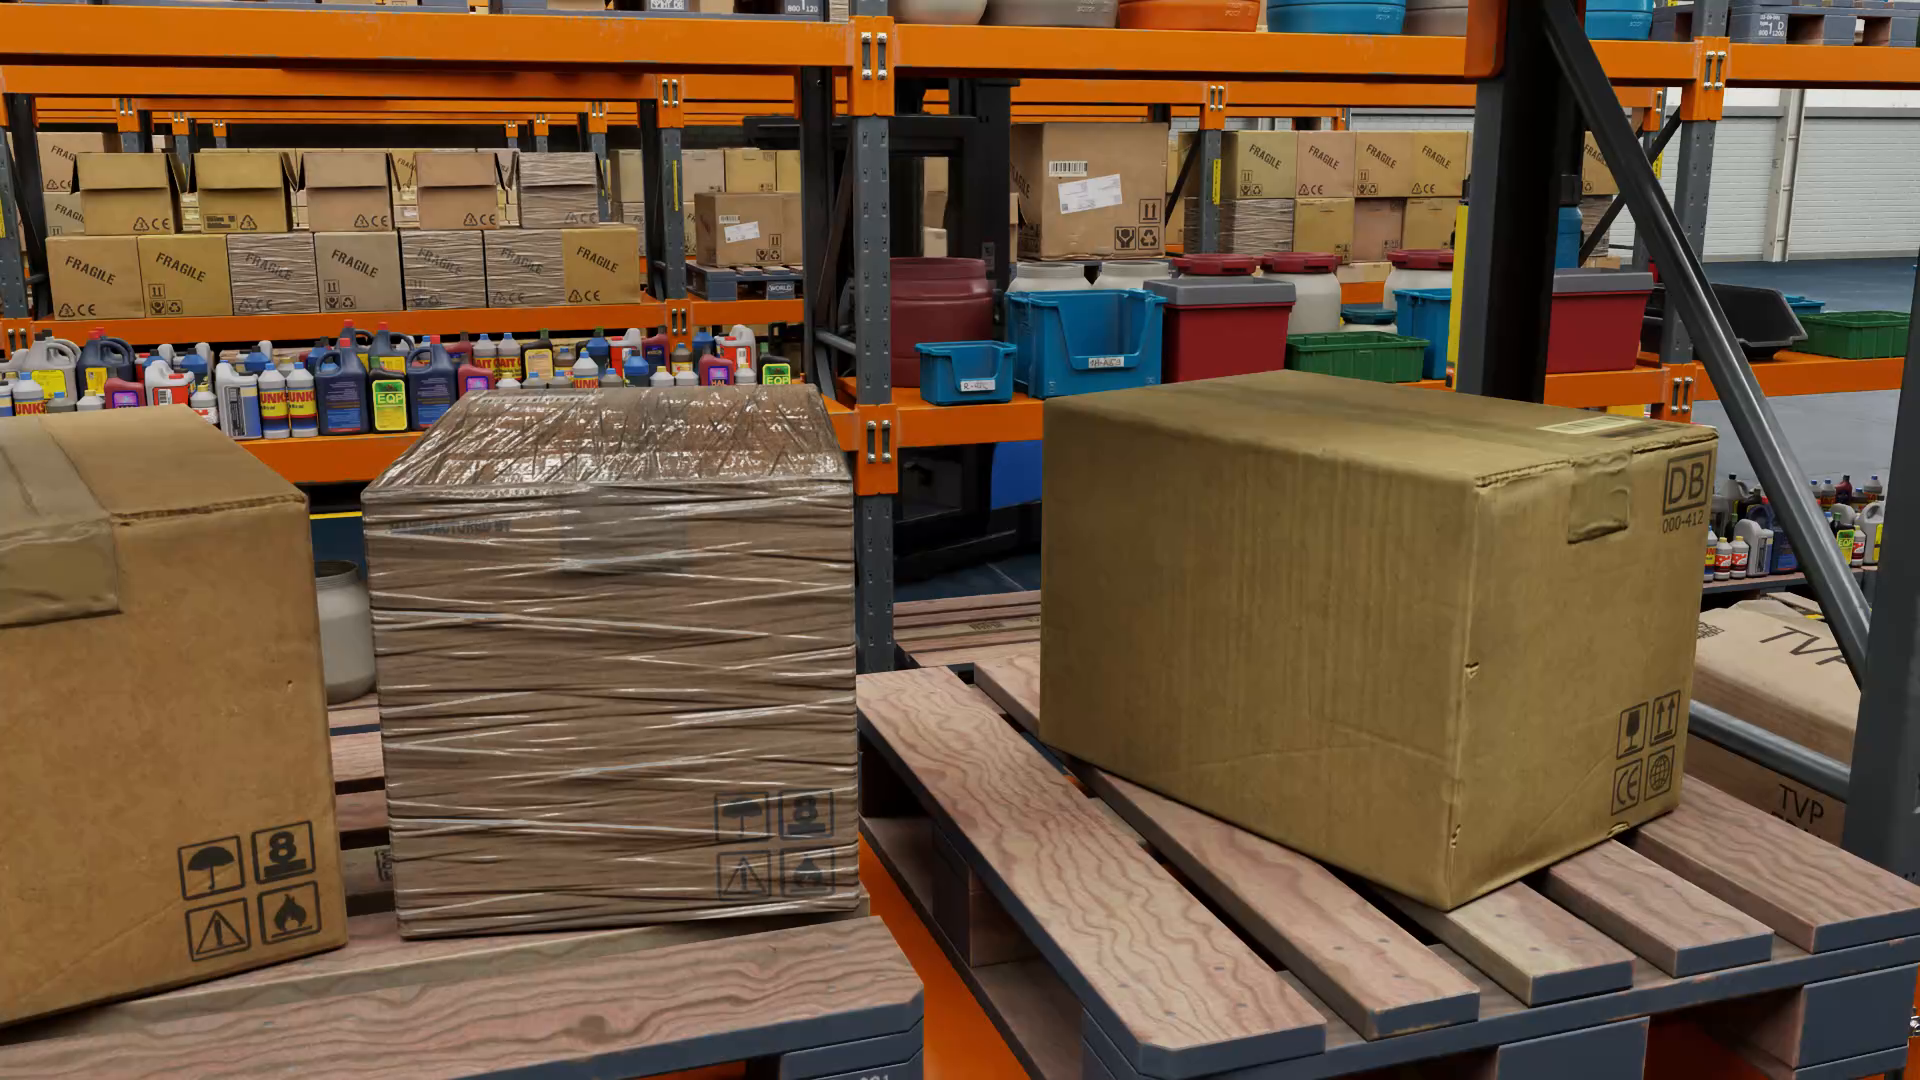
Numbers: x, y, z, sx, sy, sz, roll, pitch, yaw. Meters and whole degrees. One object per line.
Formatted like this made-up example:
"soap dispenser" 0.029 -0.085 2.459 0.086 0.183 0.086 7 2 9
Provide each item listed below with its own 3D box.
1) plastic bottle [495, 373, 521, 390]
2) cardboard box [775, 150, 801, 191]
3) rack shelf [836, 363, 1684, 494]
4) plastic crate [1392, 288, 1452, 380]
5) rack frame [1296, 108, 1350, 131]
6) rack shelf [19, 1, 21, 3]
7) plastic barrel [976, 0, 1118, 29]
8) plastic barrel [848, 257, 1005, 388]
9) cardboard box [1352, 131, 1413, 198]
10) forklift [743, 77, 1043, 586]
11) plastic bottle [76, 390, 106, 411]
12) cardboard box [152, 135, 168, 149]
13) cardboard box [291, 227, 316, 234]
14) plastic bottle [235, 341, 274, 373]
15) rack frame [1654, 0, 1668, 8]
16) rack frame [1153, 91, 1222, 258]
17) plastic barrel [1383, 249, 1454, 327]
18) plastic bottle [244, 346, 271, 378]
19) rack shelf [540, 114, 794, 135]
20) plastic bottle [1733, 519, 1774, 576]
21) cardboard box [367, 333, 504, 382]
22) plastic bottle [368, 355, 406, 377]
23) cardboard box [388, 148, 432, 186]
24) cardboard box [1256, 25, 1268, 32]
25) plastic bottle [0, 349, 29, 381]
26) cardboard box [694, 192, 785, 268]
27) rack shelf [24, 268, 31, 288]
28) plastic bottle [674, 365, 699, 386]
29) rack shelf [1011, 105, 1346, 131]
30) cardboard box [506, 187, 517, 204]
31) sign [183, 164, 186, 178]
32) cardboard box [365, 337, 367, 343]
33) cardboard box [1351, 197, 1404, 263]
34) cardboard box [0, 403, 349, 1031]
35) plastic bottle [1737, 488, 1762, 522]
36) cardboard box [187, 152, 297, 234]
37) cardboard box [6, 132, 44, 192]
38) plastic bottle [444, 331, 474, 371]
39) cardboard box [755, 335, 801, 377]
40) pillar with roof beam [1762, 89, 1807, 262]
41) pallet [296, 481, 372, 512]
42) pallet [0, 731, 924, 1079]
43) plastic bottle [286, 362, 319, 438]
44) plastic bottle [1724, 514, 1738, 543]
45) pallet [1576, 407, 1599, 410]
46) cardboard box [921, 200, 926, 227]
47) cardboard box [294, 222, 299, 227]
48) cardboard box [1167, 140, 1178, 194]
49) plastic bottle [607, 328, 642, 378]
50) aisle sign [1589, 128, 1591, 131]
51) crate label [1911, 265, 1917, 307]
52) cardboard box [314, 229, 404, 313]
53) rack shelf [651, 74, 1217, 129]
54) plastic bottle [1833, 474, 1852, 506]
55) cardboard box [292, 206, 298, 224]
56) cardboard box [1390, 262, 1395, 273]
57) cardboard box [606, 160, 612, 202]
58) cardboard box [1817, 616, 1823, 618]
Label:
"plastic bottle" -1.721 -0.536 6.343 0.097 0.201 0.097 0 13 0
"cardboard box" -1.682 -3.689 16.793 0.500 0.500 0.700 -5 14 -19
"rack shelf" 1.402 -0.625 7.844 4.000 0.370 1.077 -4 14 -18
"plastic crate" 2.351 -0.966 7.754 0.575 0.384 0.392 -4 14 -18
"rack frame" 4.023 -3.600 18.794 0.127 3.000 1.000 -4 14 -18
"rack shelf" -12.507 -7.300 22.948 4.000 0.370 1.077 -4 14 -18
"plastic barrel" 0.354 -2.544 6.790 0.600 0.901 0.600 0 13 0
"plastic barrel" -0.151 -0.995 7.548 0.708 0.536 0.600 -4 14 -18
"cardboard box" 3.173 -2.940 13.003 0.500 0.500 0.500 -4 14 -18
"forklift" -0.505 -1.309 9.313 3.031 2.935 1.130 -13 19 -43
"plastic bottle" -3.075 -0.430 5.899 0.097 0.201 0.097 0 13 0
"cardboard box" -9.216 -4.550 19.012 0.250 0.149 0.380 -5 14 -19
"cardboard box" -4.544 -1.837 11.167 0.500 0.500 0.500 -5 14 -19
"plastic bottle" -2.843 -0.663 6.718 0.135 0.276 0.152 -4 14 -18
"rack frame" 5.509 -5.423 13.495 0.127 3.000 1.000 -4 14 -18
"rack frame" 1.718 -2.209 12.948 0.127 3.000 1.000 -4 14 -18
"plastic barrel" 2.321 -1.167 8.271 0.433 0.535 0.433 0 13 0
"plastic bottle" -2.785 -0.635 6.609 0.097 0.271 0.097 0 13 0
"rack shelf" -3.339 -5.344 21.202 4.000 0.370 1.077 -4 14 -18
"plastic bottle" 4.037 0.031 8.466 0.135 0.276 0.152 -4 14 -16
"cardboard box" -3.581 -0.974 11.440 0.875 0.875 1.225 -4 14 -18
"plastic bottle" -2.145 -0.553 6.238 0.133 0.283 0.061 -4 14 -18
"cardboard box" -6.597 -4.452 20.001 0.500 0.500 0.500 -4 14 -18
"cardboard box" 2.124 -3.746 12.389 0.250 0.149 0.380 -5 14 -20
"plastic bottle" -3.668 -0.599 6.447 0.135 0.276 0.152 -4 14 -18
"cardboard box" -1.574 -2.216 11.852 0.500 0.500 0.500 -6 15 -25
"rack shelf" -9.246 -2.216 14.534 4.000 0.370 1.077 -4 14 -18
"plastic bottle" -1.075 -0.586 6.554 0.097 0.201 0.097 0 13 0
"rack shelf" 2.127 -4.561 17.910 4.000 0.370 1.077 -4 14 -18
"cardboard box" -4.117 -3.226 15.573 0.250 0.149 0.380 -5 14 -19
"sign" -8.847 -4.130 18.983 0.005 0.325 0.100 -4 14 -18
"cardboard box" -5.573 -1.780 15.637 0.500 0.500 0.500 -4 14 -17
"cardboard box" 3.091 -2.510 13.356 0.500 0.500 0.875 -4 14 -18
"cardboard box" -1.054 0.157 1.876 0.500 0.500 0.700 -9 16 -32
"plastic bottle" 4.361 -0.144 9.184 0.133 0.283 0.061 -4 14 -18
"cardboard box" -4.608 -2.253 10.747 0.637 0.503 0.797 -4 14 -17
"cardboard box" -8.198 -3.261 14.349 0.500 0.500 0.500 -5 14 -20
"plastic bottle" -2.117 -0.735 7.001 0.133 0.283 0.061 -4 14 -18
"cardboard box" -1.448 -1.333 12.094 0.500 0.250 0.500 -4 14 -16
"pillar with roof beam" 18.247 -9.215 29.439 0.400 9.000 9.100 -4 14 -18
"pallet" -3.999 -0.427 11.480 1.213 0.211 1.003 -4 14 -18
"pallet" -0.759 0.497 1.987 1.213 0.211 1.003 -4 14 -18
"plastic bottle" -2.416 -0.516 6.107 0.097 0.271 0.097 0 13 0
"plastic bottle" 4.002 0.004 8.563 0.133 0.283 0.061 -4 14 -18
"pallet" 4.655 -1.090 14.269 1.213 0.211 1.003 -4 14 -18
"cardboard box" -0.657 -3.219 16.976 0.500 0.500 0.500 -5 14 -19
"cardboard box" -6.093 -2.782 14.992 0.250 0.149 0.380 -4 14 -18
"cardboard box" 2.132 -4.039 17.984 0.500 0.550 0.875 -4 14 -18
"plastic bottle" -1.446 -0.772 7.175 0.135 0.276 0.152 -4 14 -18
"aisle sign" 5.472 -3.840 14.185 0.004 0.787 0.394 -4 14 -18
"crate label" 5.430 -1.240 8.798 0.616 0.435 0.502 -4 14 -18
"cardboard box" -3.910 -1.760 10.844 0.500 0.500 0.500 -4 14 -17
"rack shelf" -0.178 -3.171 12.064 4.000 0.370 1.077 -4 14 -18
"plastic bottle" 5.050 -0.233 9.557 0.133 0.283 0.061 -4 14 -17
"cardboard box" -6.095 -2.927 14.959 0.250 0.149 0.380 -5 14 -20
"cardboard box" 3.435 -2.151 13.245 0.250 0.149 0.380 -4 14 -18
"cardboard box" -4.242 -4.508 20.845 0.500 0.500 0.500 -4 14 -15
"cardboard box" 1.847 0.254 3.135 0.250 0.149 0.380 -4 14 -18
